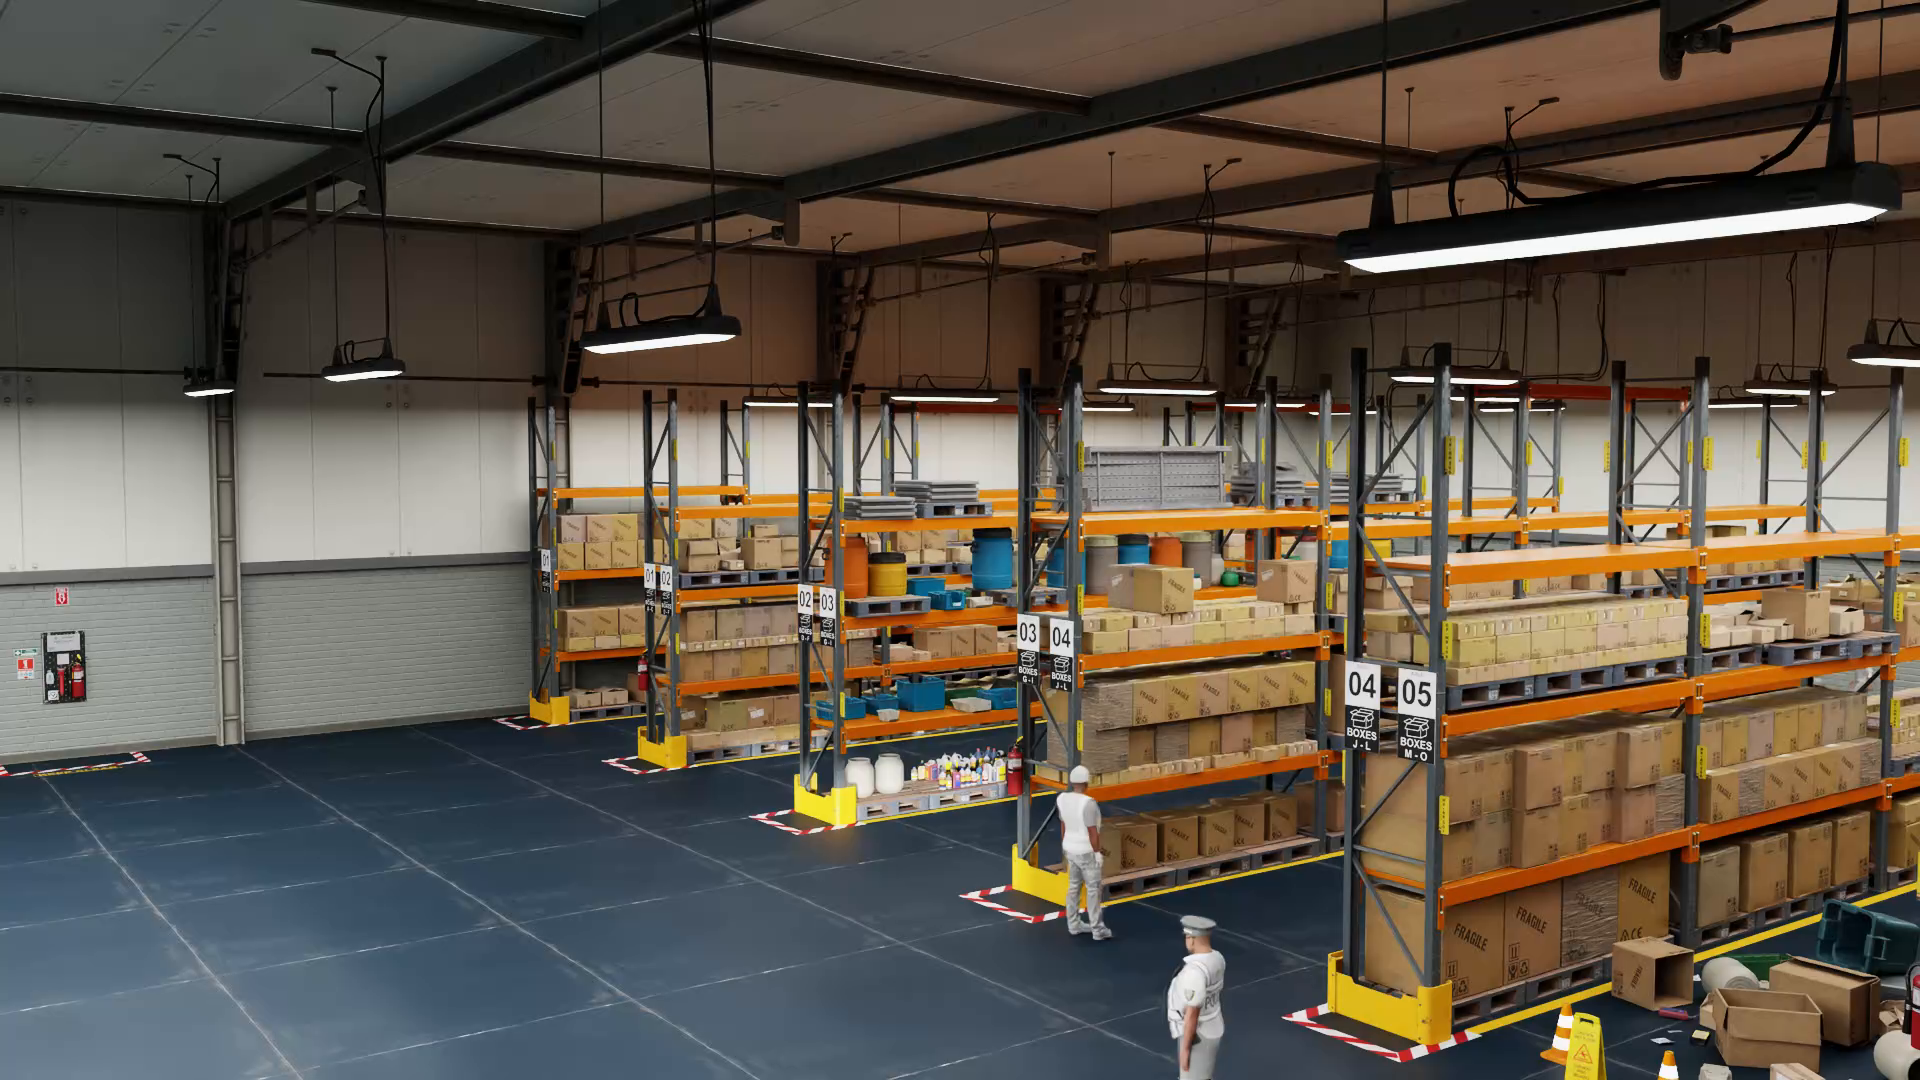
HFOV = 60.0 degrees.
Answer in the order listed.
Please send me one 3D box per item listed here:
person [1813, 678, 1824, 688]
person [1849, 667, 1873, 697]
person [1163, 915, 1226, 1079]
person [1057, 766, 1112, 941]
[{"bbox_3d":[12.851,2.873,25.002,0.952,1.615,0.463,-3,4,-41],"label":"person"},{"bbox_3d":[16.314,2.599,30.063,0.504,1.641,0.450,1,3,15],"label":"person"},{"bbox_3d":[1.660,3.577,11.997,0.486,1.742,0.605,1,3,14],"label":"person"},{"bbox_3d":[1.315,3.244,17.353,0.511,1.793,0.581,-1,4,-21],"label":"person"}]
